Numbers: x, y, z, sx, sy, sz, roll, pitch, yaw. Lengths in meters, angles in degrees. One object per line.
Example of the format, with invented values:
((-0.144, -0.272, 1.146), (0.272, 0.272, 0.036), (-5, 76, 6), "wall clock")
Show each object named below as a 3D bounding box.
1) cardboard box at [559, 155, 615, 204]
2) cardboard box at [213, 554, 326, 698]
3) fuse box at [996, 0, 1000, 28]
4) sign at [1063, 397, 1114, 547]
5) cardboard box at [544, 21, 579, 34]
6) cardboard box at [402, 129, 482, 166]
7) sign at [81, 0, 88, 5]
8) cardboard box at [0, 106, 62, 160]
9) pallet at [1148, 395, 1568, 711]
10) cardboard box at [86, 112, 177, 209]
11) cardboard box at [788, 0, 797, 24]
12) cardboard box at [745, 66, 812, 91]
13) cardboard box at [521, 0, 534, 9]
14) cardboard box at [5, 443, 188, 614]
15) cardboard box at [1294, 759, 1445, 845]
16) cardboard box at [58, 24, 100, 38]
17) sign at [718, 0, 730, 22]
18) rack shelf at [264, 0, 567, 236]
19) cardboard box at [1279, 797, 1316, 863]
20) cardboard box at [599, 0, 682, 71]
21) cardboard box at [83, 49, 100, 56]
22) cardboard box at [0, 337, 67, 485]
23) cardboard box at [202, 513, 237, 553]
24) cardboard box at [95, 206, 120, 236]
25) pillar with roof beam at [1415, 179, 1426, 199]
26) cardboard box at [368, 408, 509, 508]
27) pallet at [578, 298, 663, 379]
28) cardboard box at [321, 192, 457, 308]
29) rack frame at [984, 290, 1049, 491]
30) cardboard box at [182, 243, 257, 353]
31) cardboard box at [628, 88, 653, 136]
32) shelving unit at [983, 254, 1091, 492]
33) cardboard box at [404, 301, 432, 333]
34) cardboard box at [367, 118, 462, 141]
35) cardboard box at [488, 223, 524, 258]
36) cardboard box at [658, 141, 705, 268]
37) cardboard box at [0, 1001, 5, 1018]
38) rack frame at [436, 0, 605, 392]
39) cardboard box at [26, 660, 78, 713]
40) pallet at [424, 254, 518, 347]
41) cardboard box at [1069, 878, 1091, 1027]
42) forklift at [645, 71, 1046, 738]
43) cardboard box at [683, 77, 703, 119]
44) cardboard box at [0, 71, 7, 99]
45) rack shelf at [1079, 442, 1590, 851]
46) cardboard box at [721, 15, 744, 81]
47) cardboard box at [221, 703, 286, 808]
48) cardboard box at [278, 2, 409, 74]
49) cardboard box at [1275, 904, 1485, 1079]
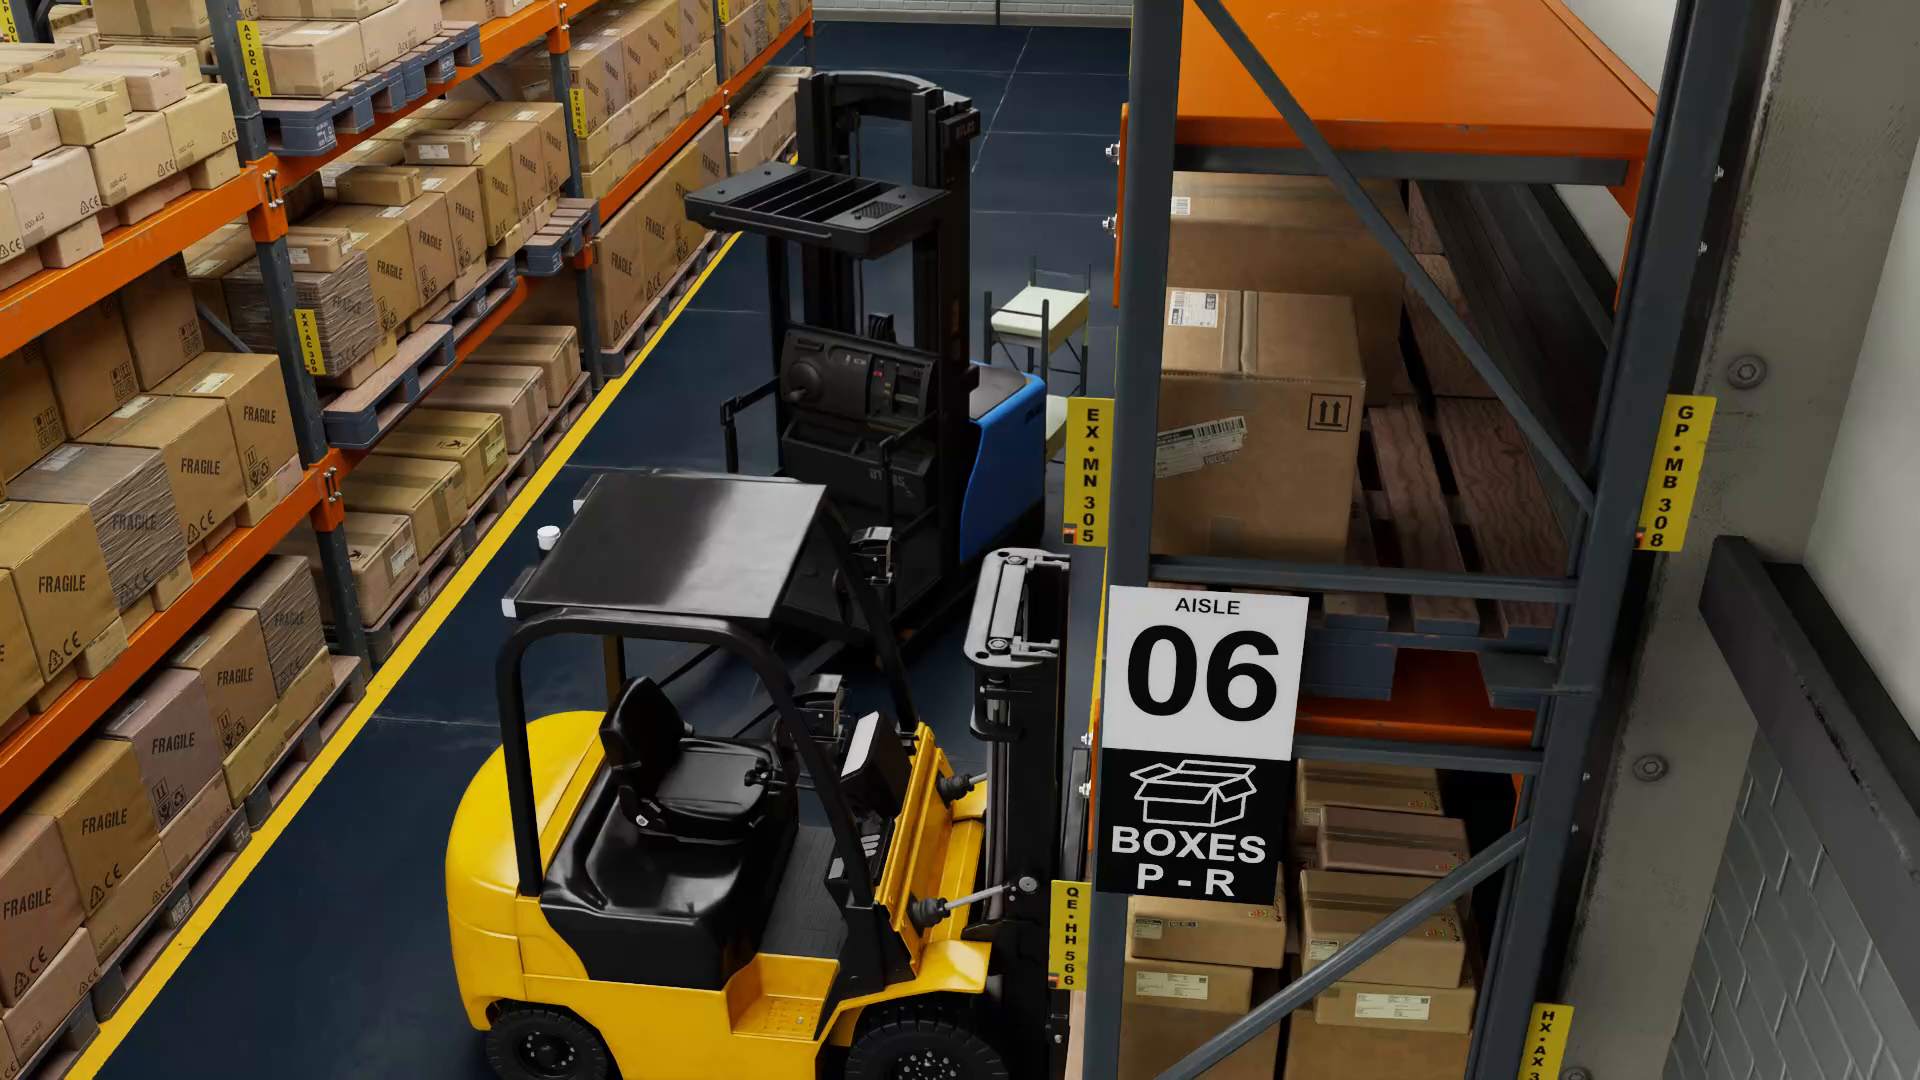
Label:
((-2.840, -2.621, 12.111), (0.500, 0.250, 0.500), (3, 28, 5), "cardboard box")
((-3.446, 0.401, 8.009), (0.500, 0.500, 0.500), (3, 28, 5), "cardboard box")
((0.565, -8.135, 23.546), (0.539, 1.711, 0.414), (3, 28, 6), "fuse box")
((0.260, -0.133, 3.321), (0.100, 0.325, 0.005), (3, 28, 6), "sign")
((-3.224, -3.690, 12.777), (0.500, 0.500, 0.500), (3, 28, 6), "cardboard box")
((-3.070, -2.331, 9.867), (0.380, 0.149, 0.250), (2, 28, 4), "cardboard box")
((-8.124, -5.004, 15.462), (0.100, 0.325, 0.005), (3, 28, 6), "sign")
((-3.574, -1.497, 6.127), (0.380, 0.149, 0.250), (3, 28, 5), "cardboard box")
((0.909, -0.032, 4.078), (1.003, 0.211, 1.213), (3, 28, 6), "pallet")
((-3.488, -1.513, 6.577), (0.500, 0.250, 0.500), (3, 28, 5), "cardboard box")
((-2.042, -5.804, 17.754), (0.500, 0.500, 0.500), (3, 28, 5), "cardboard box")
((-2.151, -4.978, 18.586), (0.875, 0.438, 0.875), (2, 28, 4), "cardboard box")
((-2.980, -3.521, 10.725), (0.380, 0.149, 0.250), (3, 28, 6), "cardboard box")
((-3.563, -0.053, 6.766), (0.500, 0.500, 0.500), (4, 29, 8), "cardboard box")
((1.134, 0.728, 4.633), (0.380, 0.149, 0.250), (4, 29, 7), "cardboard box")
((-7.538, -4.359, 14.373), (0.380, 0.149, 0.250), (3, 28, 6), "cardboard box")
((-2.120, -4.802, 14.864), (0.100, 0.325, 0.005), (3, 28, 6), "sign")
((-3.395, -2.534, 9.387), (1.077, 0.370, 4.000), (3, 28, 6), "rack shelf")
((1.101, 0.868, 4.687), (0.380, 0.149, 0.250), (3, 28, 5), "cardboard box")
((-2.603, -4.132, 13.598), (0.500, 0.500, 0.500), (4, 29, 8), "cardboard box")
((-7.564, -4.109, 14.223), (0.380, 0.149, 0.250), (2, 28, 4), "cardboard box")
((-4.081, -0.535, 6.608), (0.700, 0.500, 0.500), (3, 28, 5), "cardboard box")
((-3.510, -0.073, 7.488), (0.380, 0.149, 0.250), (3, 29, 6), "cardboard box")
((-3.579, -1.280, 6.566), (0.380, 0.149, 0.250), (2, 28, 4), "cardboard box")
((-1.761, -4.410, 8.948), (9.100, 9.000, 0.400), (3, 28, 6), "pillar with roof beam")
((-3.410, -0.530, 10.399), (0.950, 0.372, 0.625), (4, 29, 8), "cardboard box")
((-2.978, -1.611, 13.017), (1.003, 0.211, 1.213), (3, 28, 6), "pallet")
((-3.163, -1.620, 9.233), (0.500, 0.500, 0.500), (3, 28, 6), "cardboard box")
((0.332, -0.772, 10.102), (0.400, 1.500, 0.023), (12, 30, 20), "rack frame")
((-3.811, -1.179, 8.415), (0.500, 0.500, 0.500), (3, 28, 5), "cardboard box")
((-2.705, -3.327, 12.894), (0.500, 0.250, 0.500), (3, 28, 6), "cardboard box")
((0.478, -0.931, 10.398), (0.431, 1.500, 0.755), (12, 30, 20), "shelving unit")
((-3.187, -1.278, 9.282), (0.380, 0.149, 0.250), (4, 29, 7), "cardboard box")
((-3.491, -2.387, 10.657), (0.500, 0.500, 0.500), (5, 29, 9), "cardboard box")
((-2.962, -1.878, 10.395), (0.380, 0.149, 0.250), (4, 29, 7), "cardboard box")
((-2.759, -2.882, 14.234), (0.875, 0.875, 0.875), (4, 29, 8), "cardboard box")
((-3.754, 1.615, 5.756), (0.500, 0.500, 0.500), (2, 28, 4), "cardboard box")
((-3.150, -2.472, 11.675), (1.000, 3.000, 0.127), (3, 28, 6), "rack frame")
((-3.643, 0.526, 6.375), (0.380, 0.149, 0.250), (3, 28, 5), "cardboard box")
((-3.352, -1.453, 9.987), (1.003, 0.211, 1.213), (3, 28, 6), "pallet")
((0.652, 1.453, 5.793), (0.500, 0.250, 0.500), (4, 29, 7), "cardboard box")
((-0.662, -0.820, 8.683), (1.130, 2.935, 3.031), (16, 32, 26), "forklift")
((-2.528, -3.823, 14.342), (0.500, 0.250, 0.500), (3, 28, 5), "cardboard box")
((-4.046, -1.773, 6.639), (0.380, 0.149, 0.250), (2, 28, 5), "cardboard box")
((1.042, -0.364, 5.360), (1.077, 0.370, 4.000), (3, 28, 6), "rack shelf")
((-2.342, -4.604, 15.528), (0.500, 0.500, 0.500), (4, 29, 8), "cardboard box")
((-3.501, 0.982, 7.721), (0.500, 0.250, 0.500), (3, 28, 5), "cardboard box")
((-3.109, -2.519, 8.315), (0.500, 0.250, 0.500), (3, 28, 6), "cardboard box")
((1.133, 1.320, 4.532), (0.500, 0.500, 0.500), (4, 29, 8), "cardboard box")
